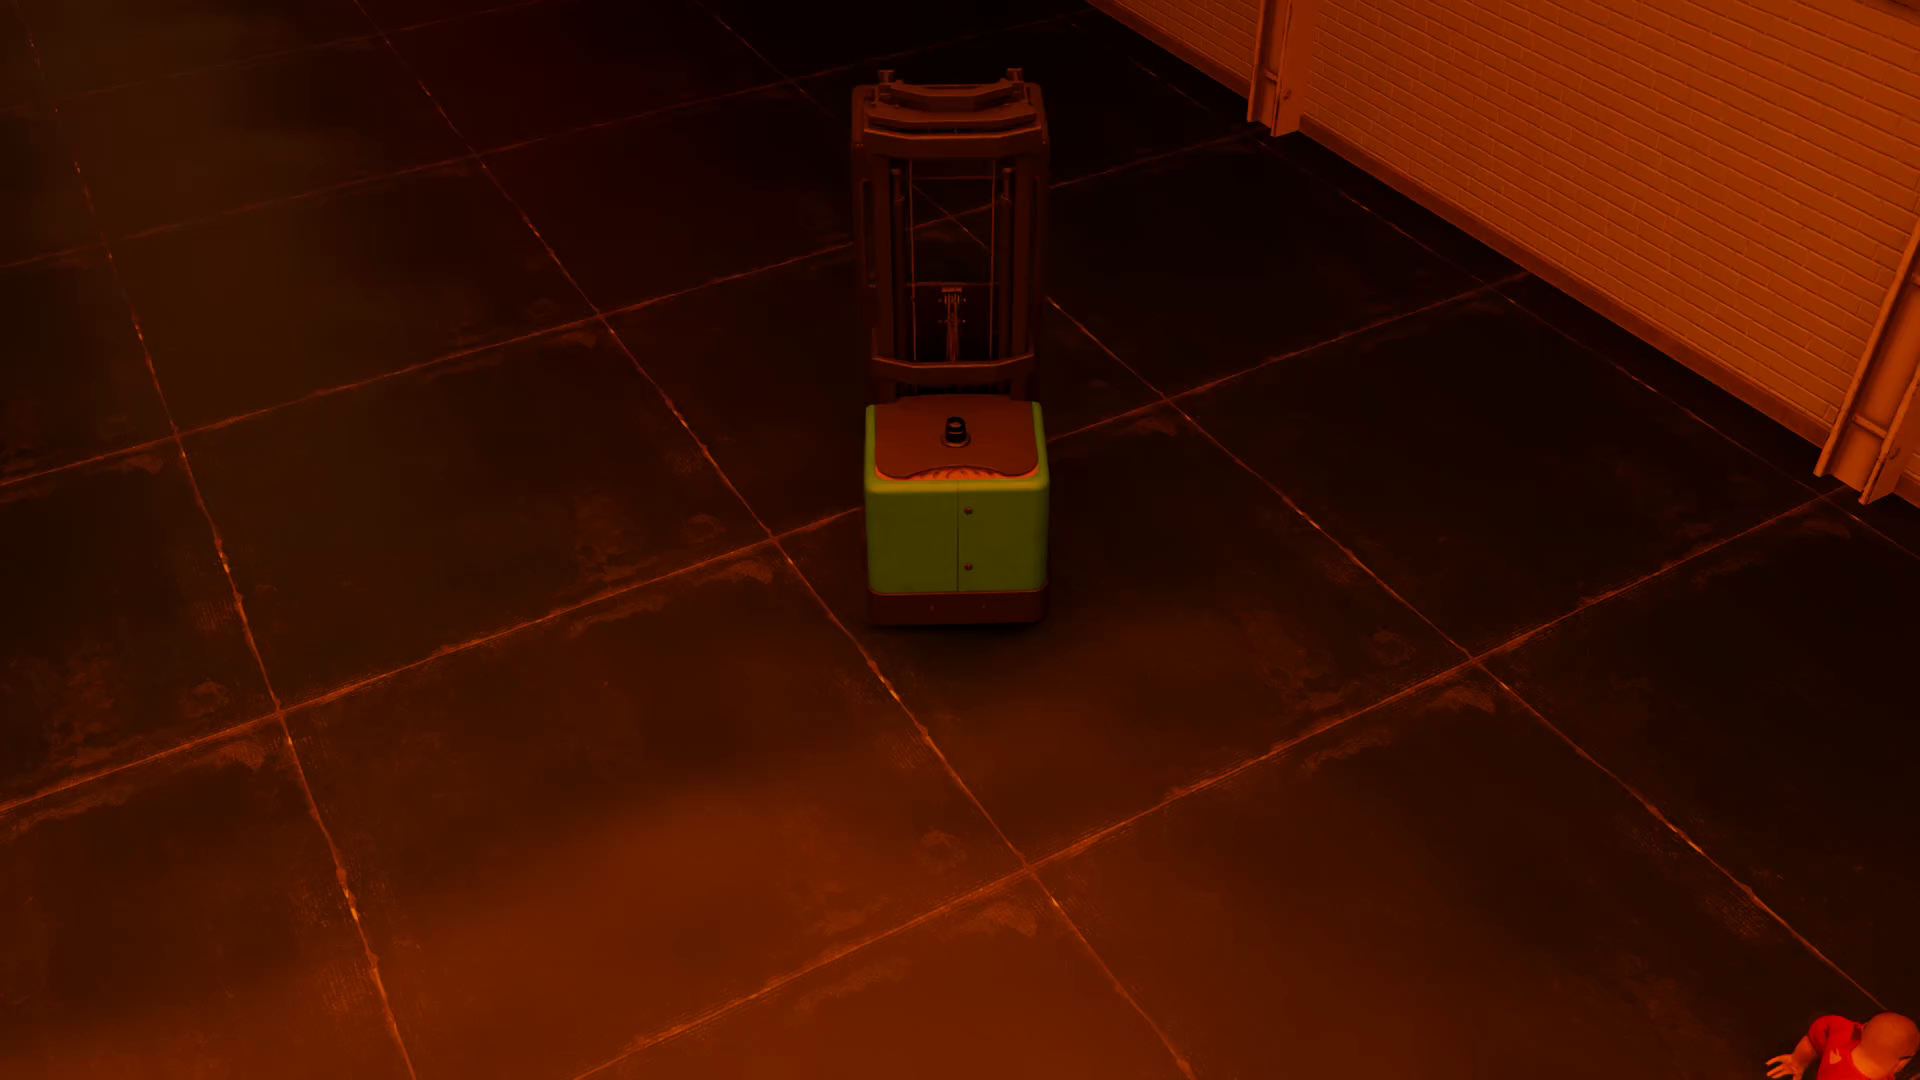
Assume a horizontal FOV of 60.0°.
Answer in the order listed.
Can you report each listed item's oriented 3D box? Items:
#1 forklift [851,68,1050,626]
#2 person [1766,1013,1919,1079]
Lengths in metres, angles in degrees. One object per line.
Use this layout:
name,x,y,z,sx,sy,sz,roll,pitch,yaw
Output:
forklift,-0.064,-1.551,9.906,1.130,2.935,3.031,-1,40,-2
person,3.254,2.323,6.245,0.651,1.658,0.731,-29,48,-30
